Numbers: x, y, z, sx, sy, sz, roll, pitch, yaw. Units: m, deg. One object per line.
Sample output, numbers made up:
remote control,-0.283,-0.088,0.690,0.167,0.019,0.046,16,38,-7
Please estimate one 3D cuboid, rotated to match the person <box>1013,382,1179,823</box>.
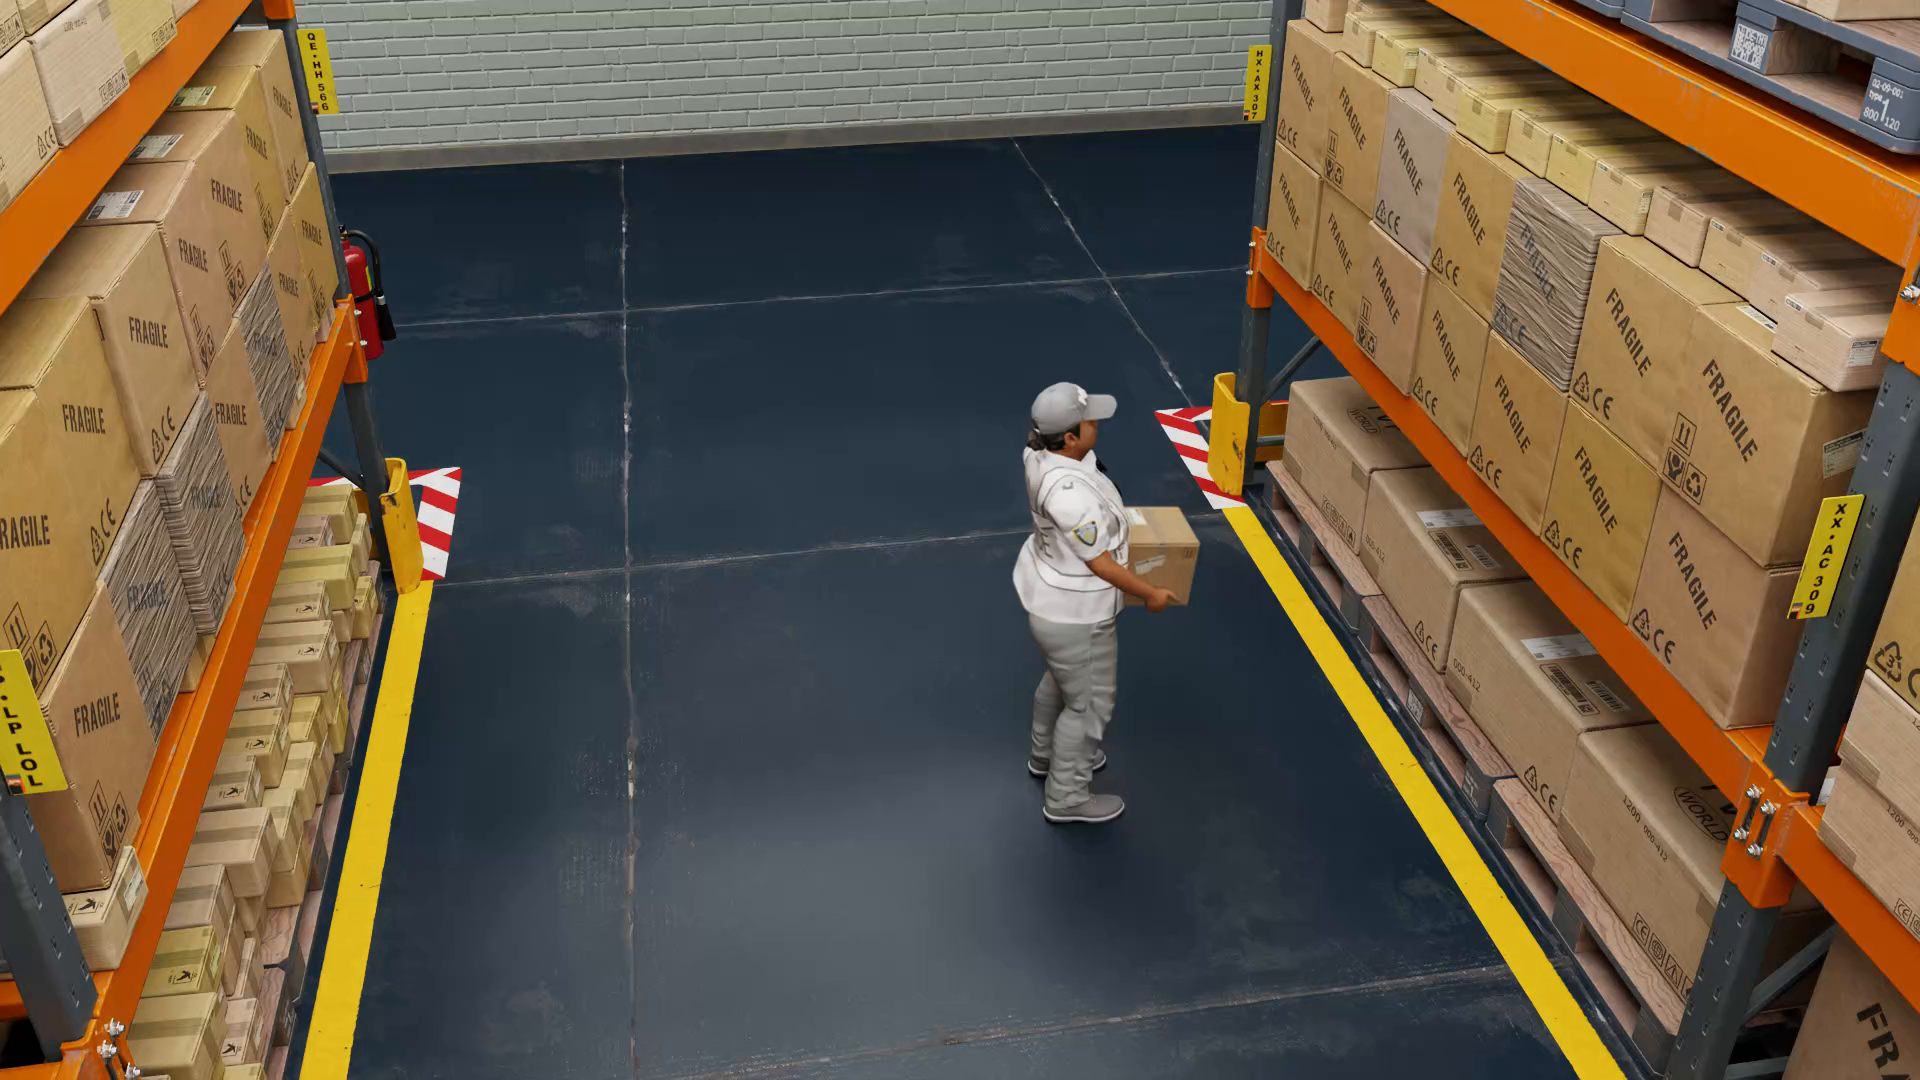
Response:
person,0.459,0.209,5.787,0.536,1.655,0.454,-5,31,-9
